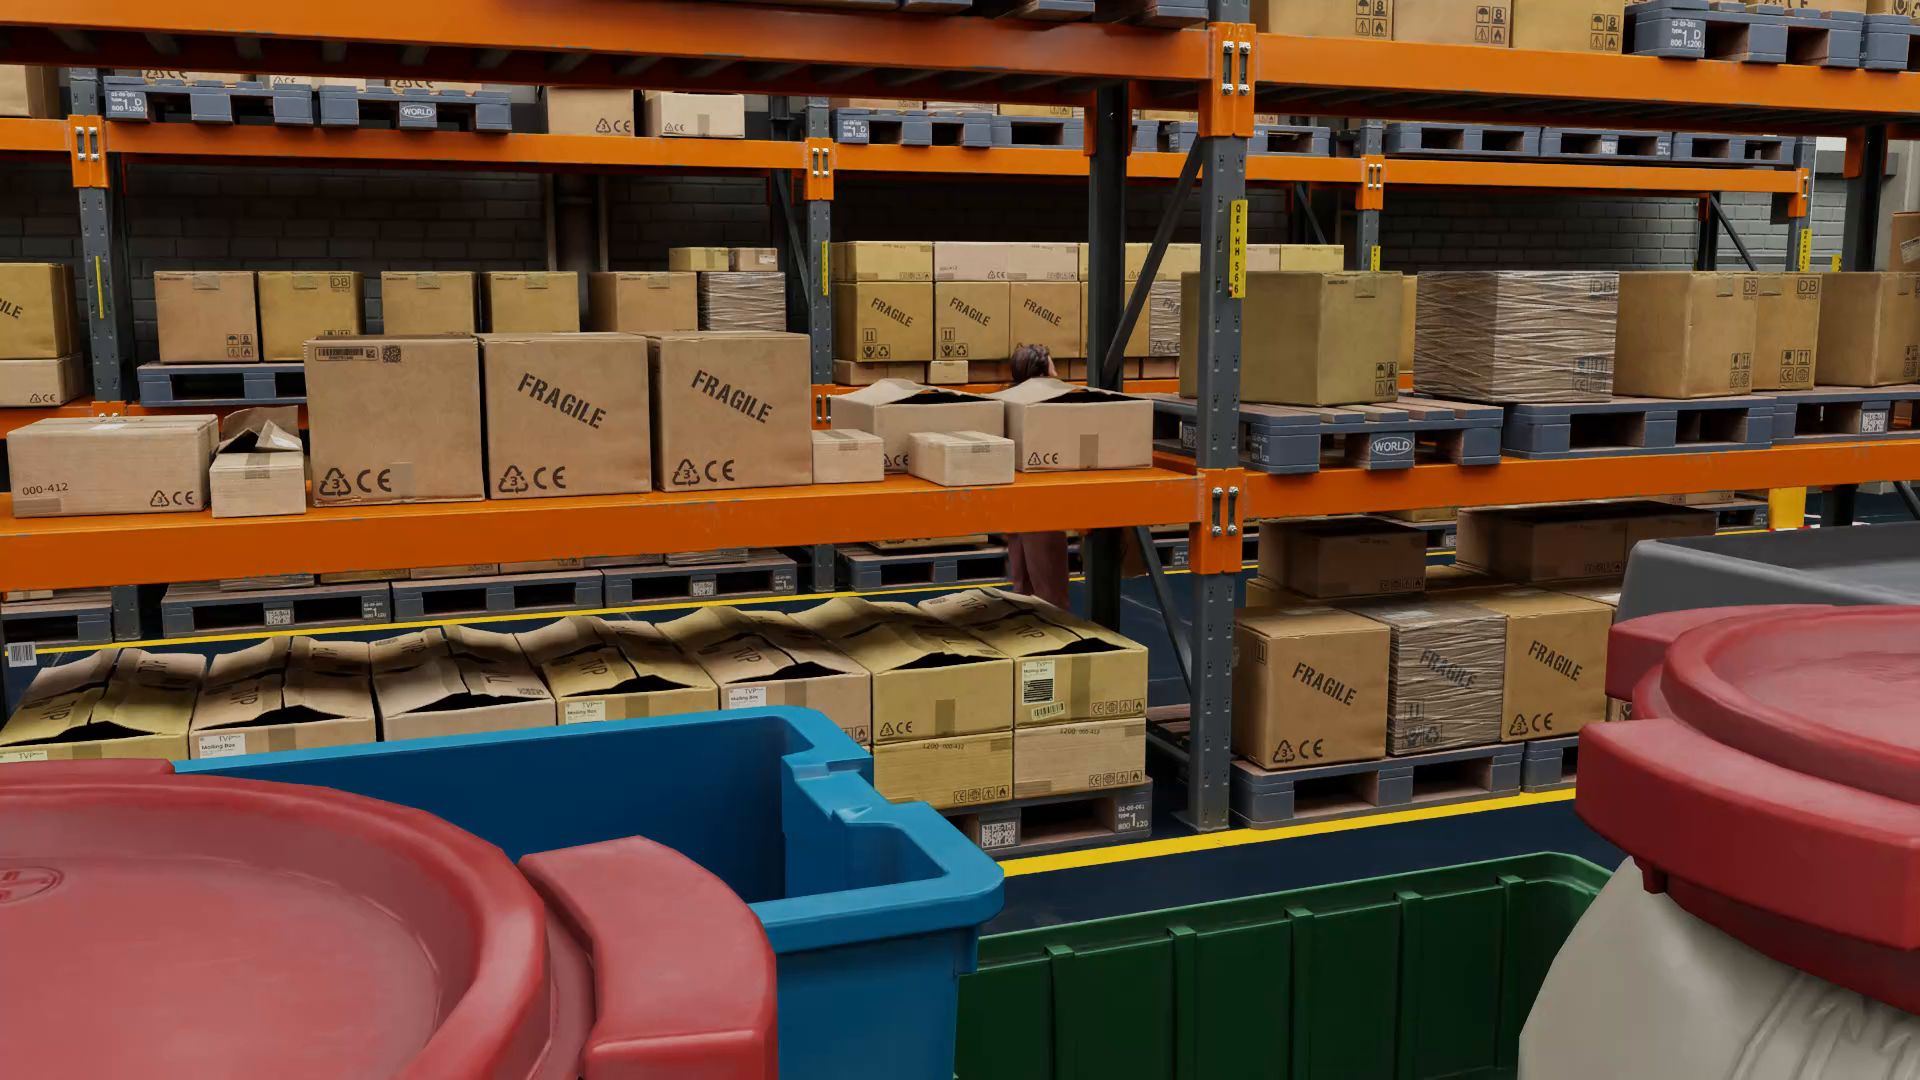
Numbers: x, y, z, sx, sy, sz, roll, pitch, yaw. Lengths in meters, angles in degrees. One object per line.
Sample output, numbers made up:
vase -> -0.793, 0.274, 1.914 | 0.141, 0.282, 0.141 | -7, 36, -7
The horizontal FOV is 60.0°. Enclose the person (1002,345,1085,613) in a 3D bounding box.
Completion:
person -> 0.379, -0.074, 7.825 | 0.394, 1.675, 0.519 | -3, 10, -21
